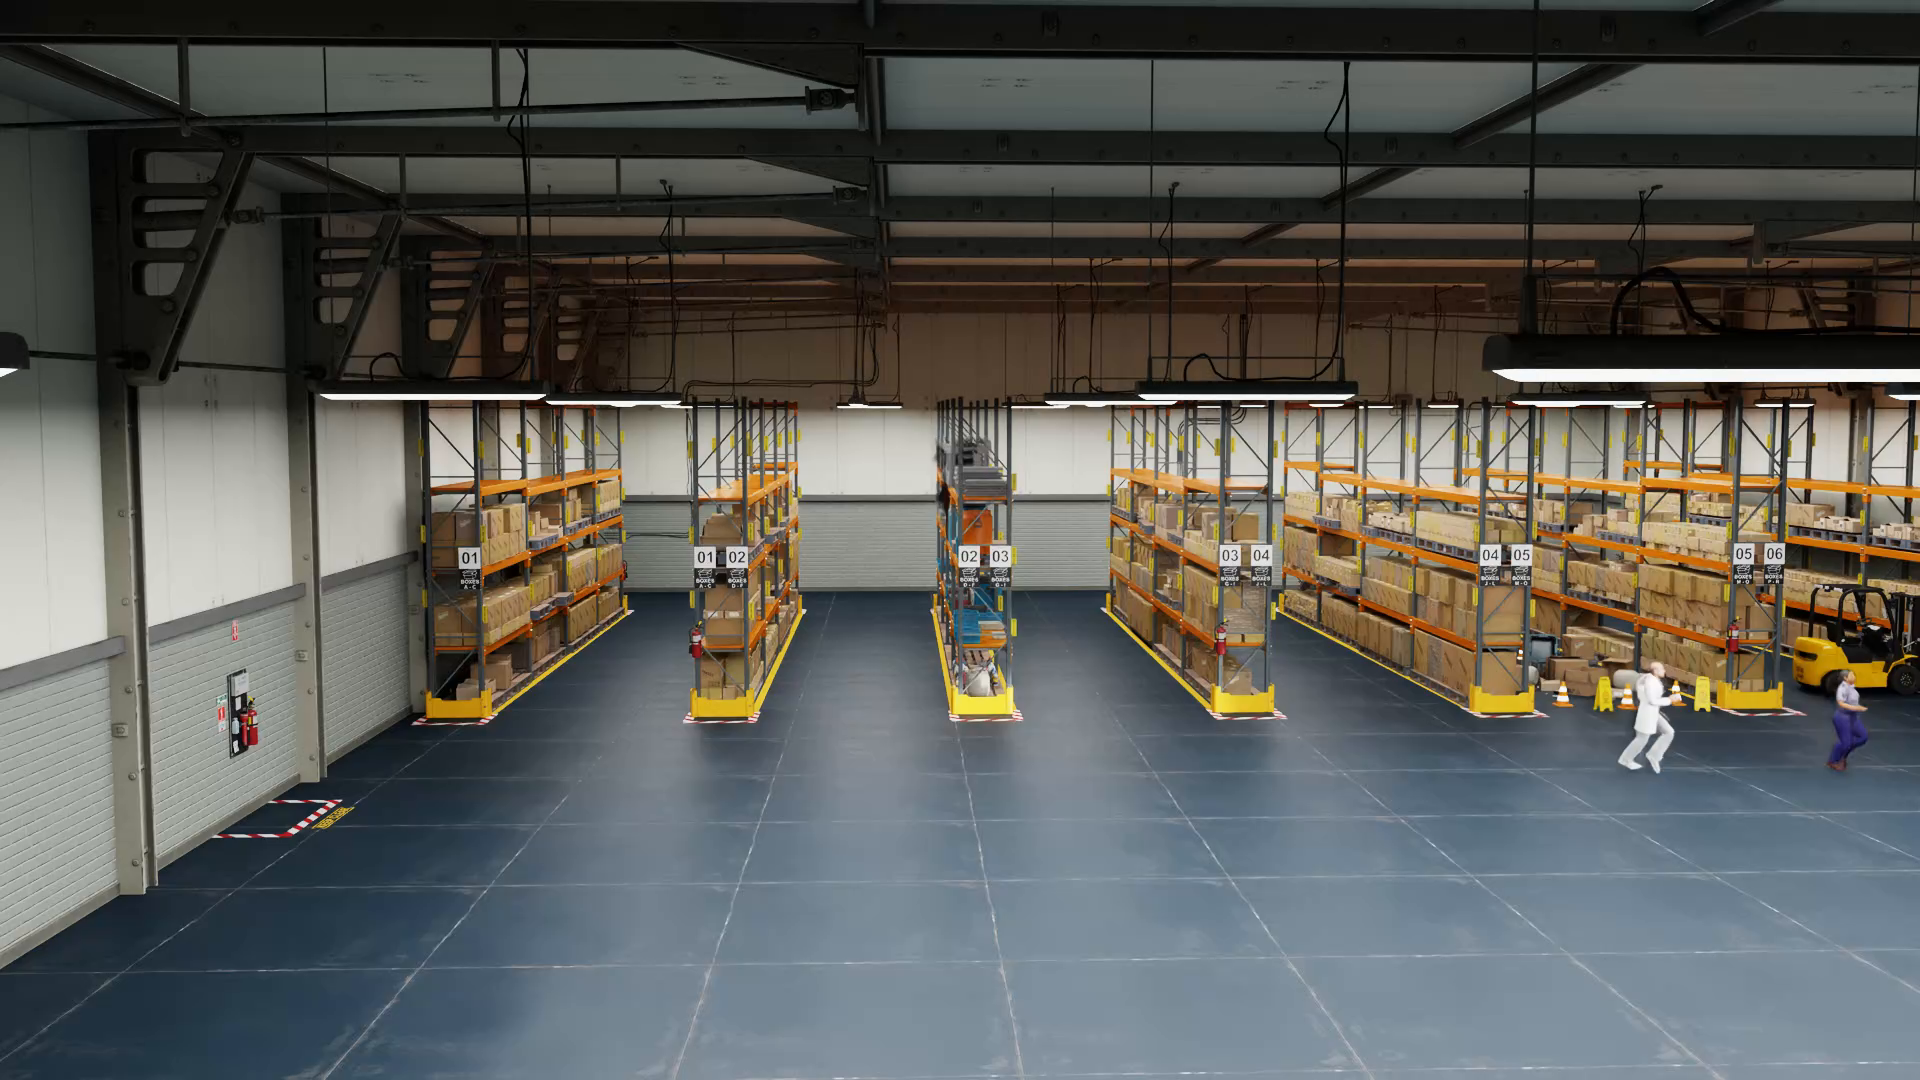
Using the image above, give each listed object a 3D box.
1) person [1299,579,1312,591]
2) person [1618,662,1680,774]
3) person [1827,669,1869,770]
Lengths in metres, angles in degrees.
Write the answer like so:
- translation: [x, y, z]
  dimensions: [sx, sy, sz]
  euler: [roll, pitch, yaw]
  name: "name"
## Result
- translation: [10.226, 1.139, 49.079]
  dimensions: [0.511, 1.596, 0.806]
  euler: [2, 5, 24]
  name: "person"
- translation: [10.931, 2.806, 26.332]
  dimensions: [0.863, 1.779, 0.751]
  euler: [3, 5, 31]
  name: "person"
- translation: [14.159, 2.860, 26.500]
  dimensions: [0.570, 1.617, 0.661]
  euler: [4, 6, 43]
  name: "person"
